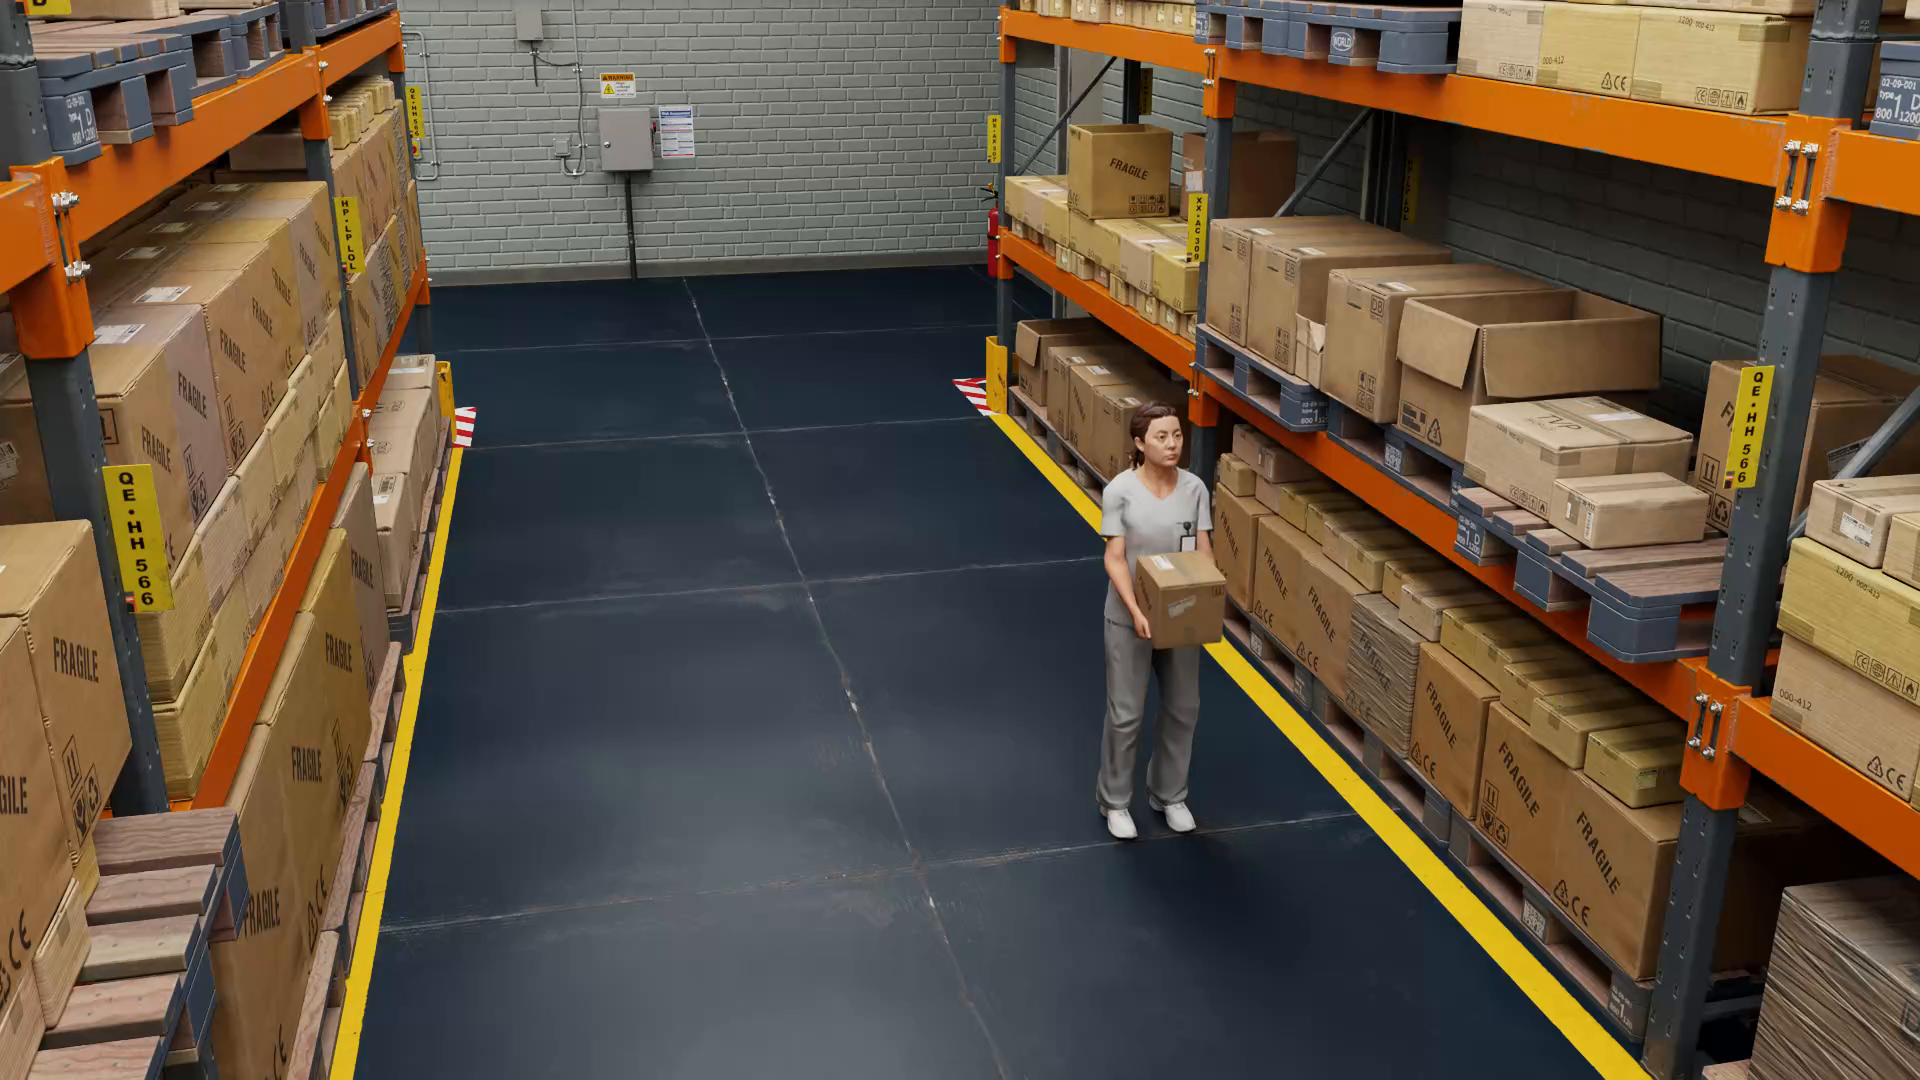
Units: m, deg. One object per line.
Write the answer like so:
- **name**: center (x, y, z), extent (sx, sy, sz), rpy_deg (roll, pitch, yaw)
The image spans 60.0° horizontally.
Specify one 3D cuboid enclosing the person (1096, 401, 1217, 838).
- **person**: center (0.740, 0.321, 6.192), extent (0.438, 1.662, 0.553), rpy_deg (-5, 20, -14)
